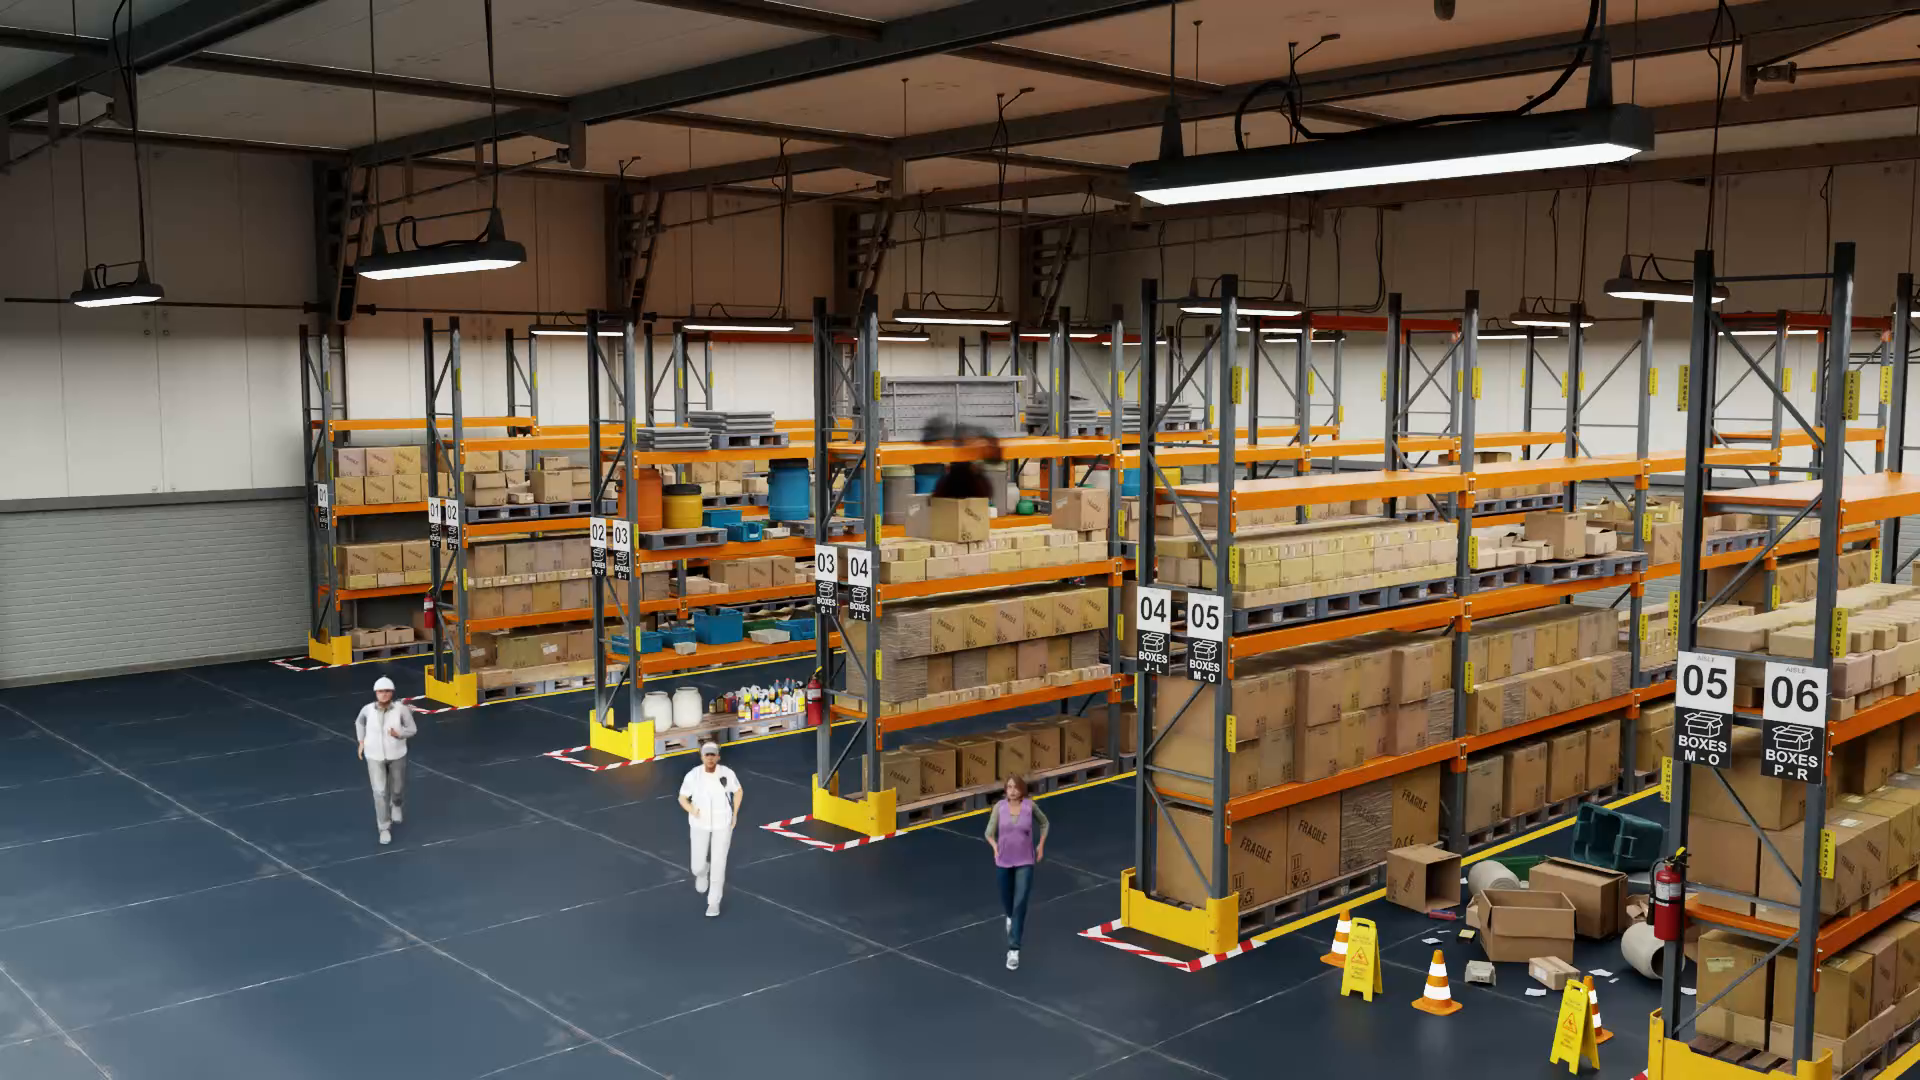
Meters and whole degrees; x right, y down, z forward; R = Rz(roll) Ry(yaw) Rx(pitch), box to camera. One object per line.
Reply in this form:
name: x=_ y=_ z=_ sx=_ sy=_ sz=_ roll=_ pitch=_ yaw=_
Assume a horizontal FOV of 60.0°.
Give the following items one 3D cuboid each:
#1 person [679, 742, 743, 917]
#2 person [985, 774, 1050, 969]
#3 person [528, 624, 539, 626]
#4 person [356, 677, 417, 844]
person: x=-2.393 y=2.740 z=16.018 sx=0.616 sy=1.630 sz=0.679 roll=-1 pitch=6 yaw=-9
person: x=0.488 y=2.809 z=14.409 sx=0.554 sy=1.585 sz=0.861 roll=1 pitch=6 yaw=8
person: x=-7.322 y=1.573 z=28.850 sx=0.579 sy=1.405 sz=0.804 roll=5 pitch=8 yaw=40
person: x=-6.391 y=2.393 z=18.442 sx=0.582 sy=1.764 sz=0.972 roll=-2 pitch=6 yaw=-17
